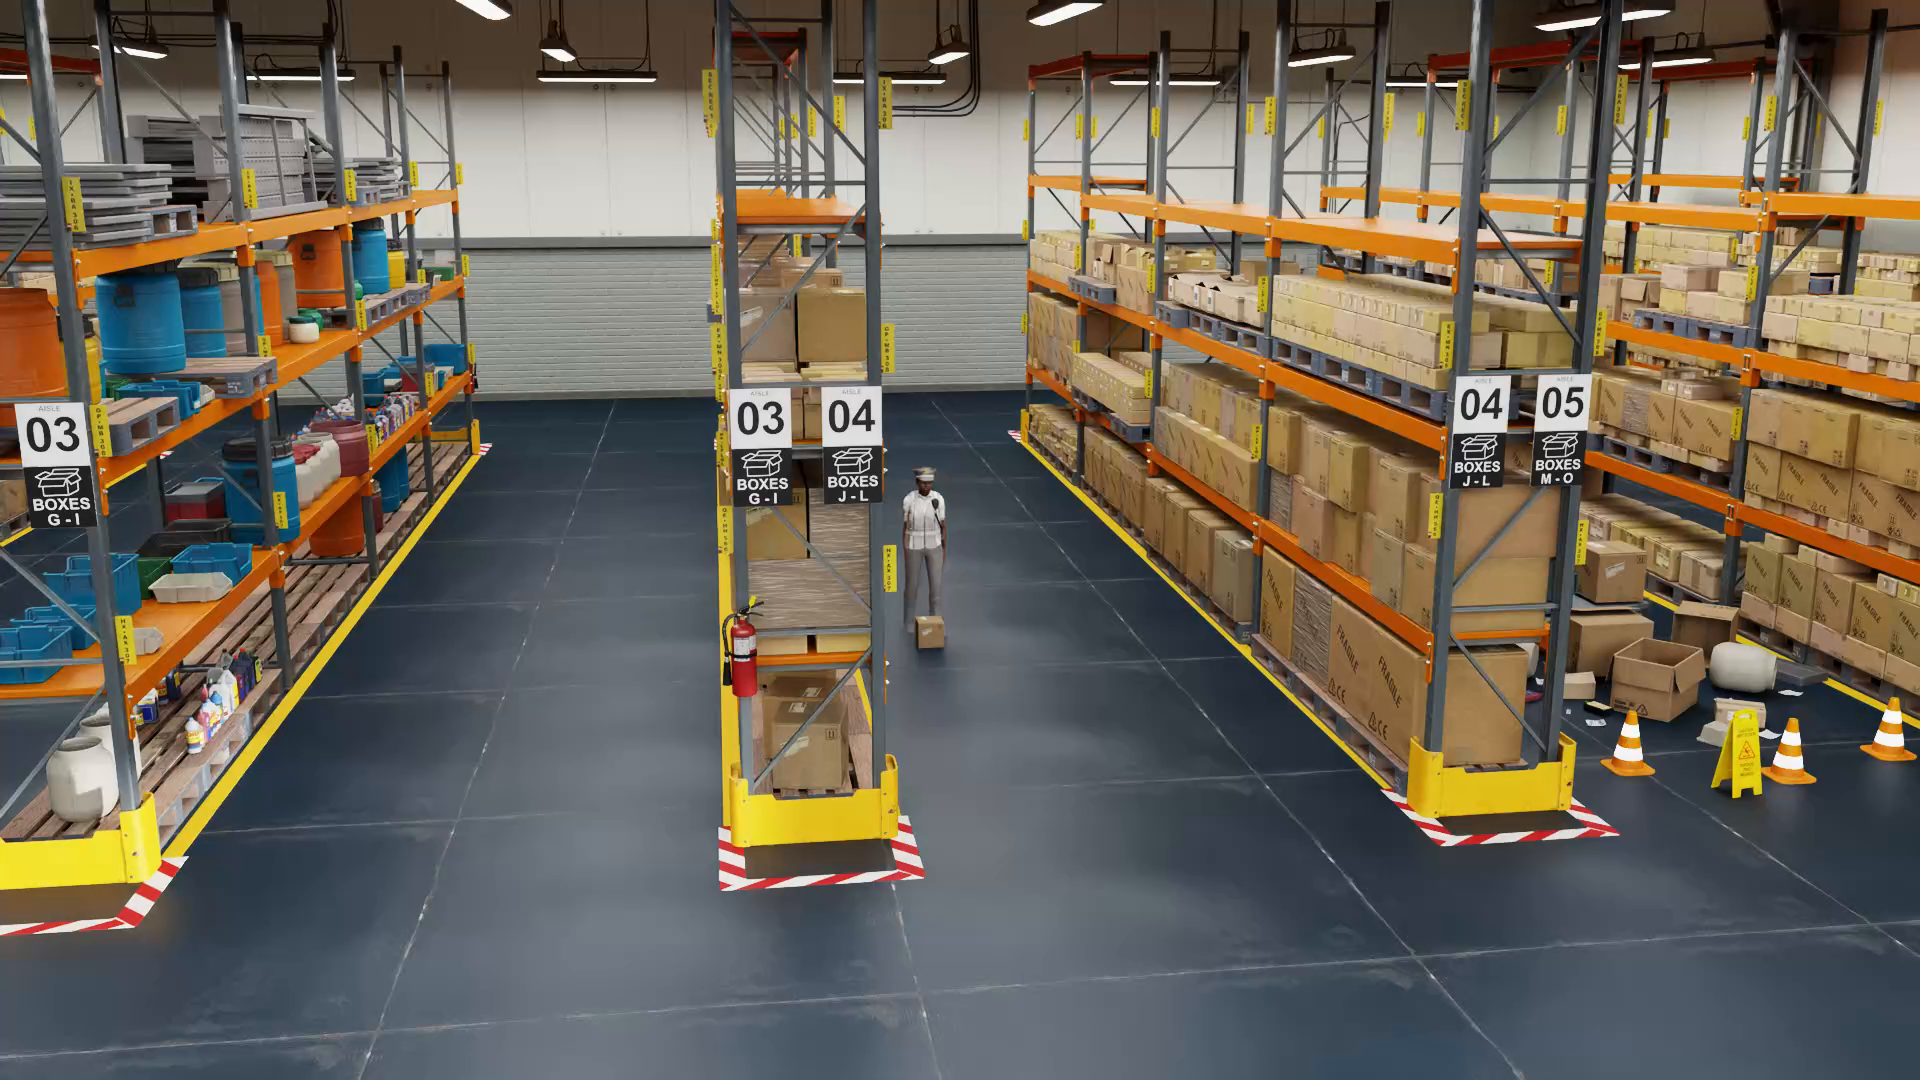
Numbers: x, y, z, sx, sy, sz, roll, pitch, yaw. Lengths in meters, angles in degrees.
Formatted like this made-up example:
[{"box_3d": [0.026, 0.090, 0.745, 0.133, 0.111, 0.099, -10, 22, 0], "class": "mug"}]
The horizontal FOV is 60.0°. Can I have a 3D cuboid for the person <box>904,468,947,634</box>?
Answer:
[{"box_3d": [-0.342, 0.105, 16.552, 0.433, 1.696, 0.333, -2, 13, -7], "class": "person"}]
